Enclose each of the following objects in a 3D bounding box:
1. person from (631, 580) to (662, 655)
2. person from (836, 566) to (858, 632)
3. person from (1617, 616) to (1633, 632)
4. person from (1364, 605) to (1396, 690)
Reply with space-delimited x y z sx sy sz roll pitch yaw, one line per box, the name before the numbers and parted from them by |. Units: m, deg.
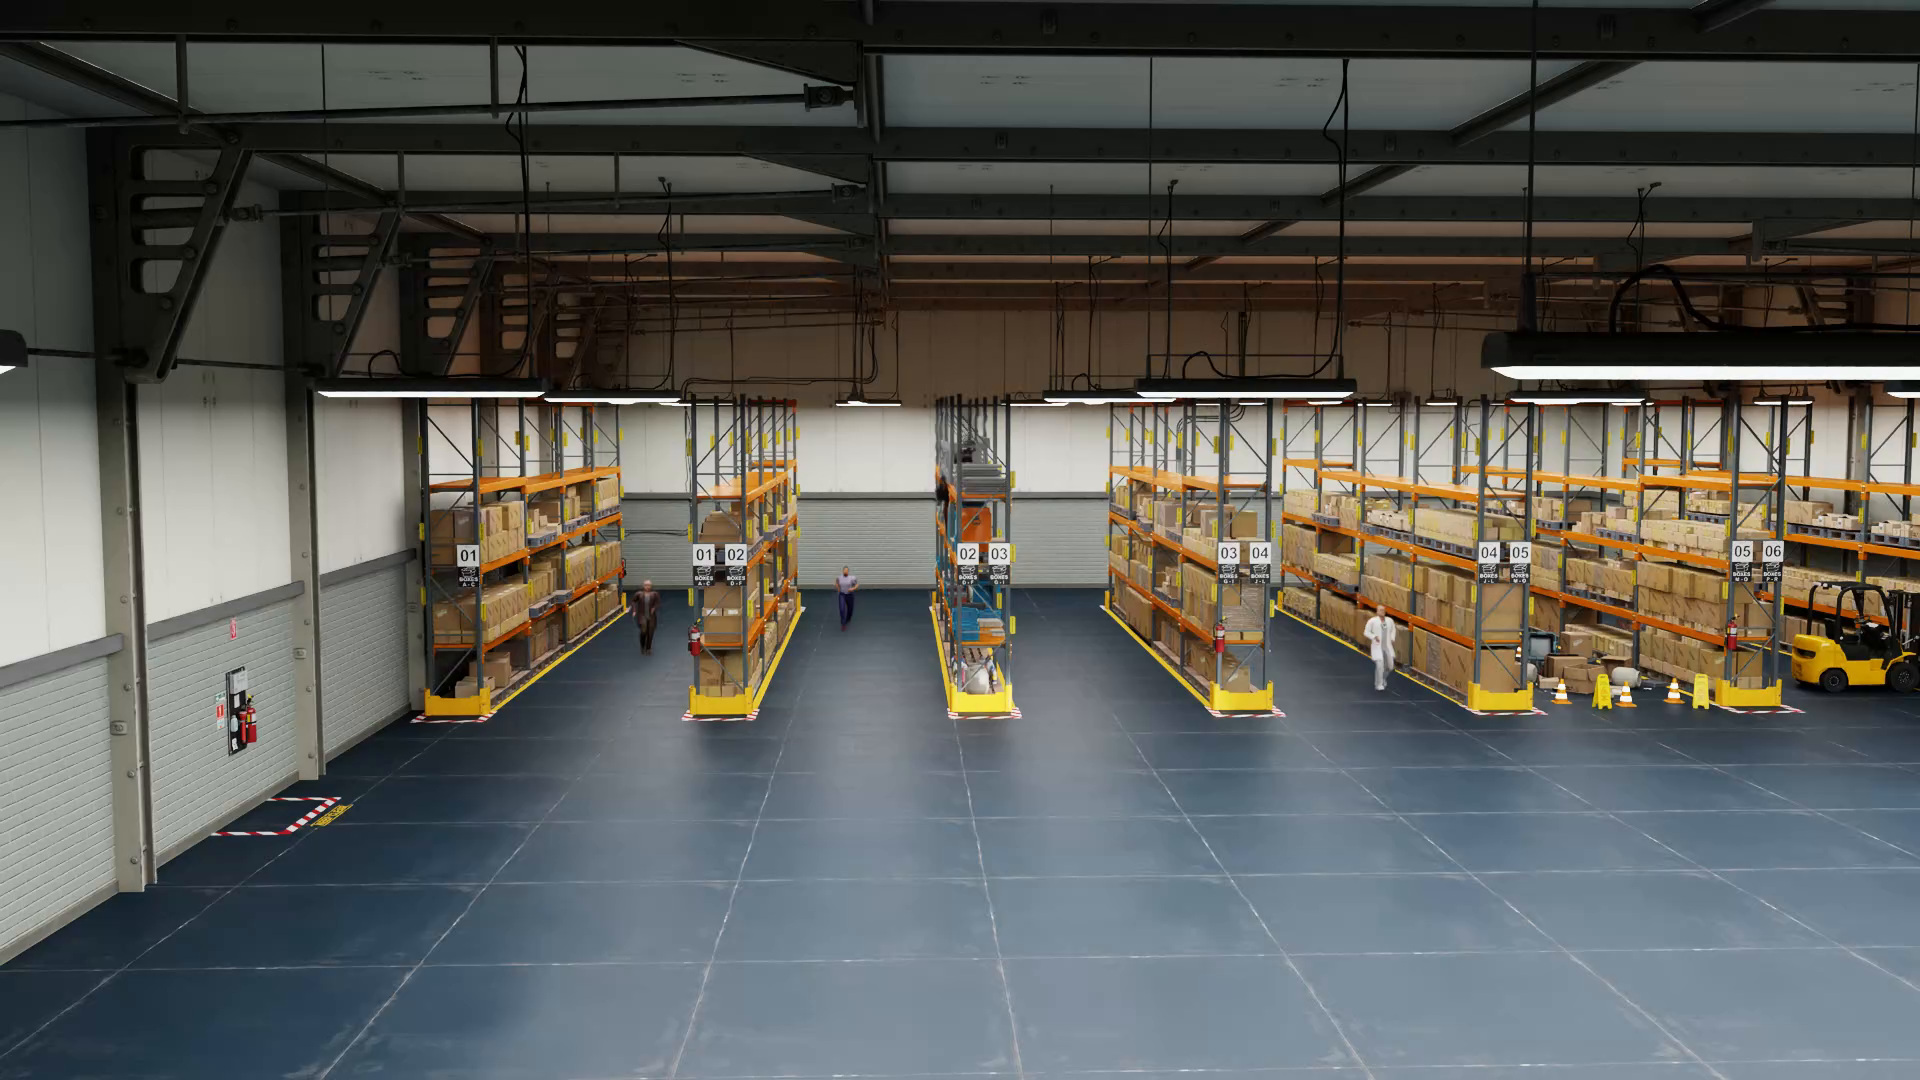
person | -7.257 1.807 38.549 0.678 1.745 0.808 -1 5 -17
person | -2.936 1.511 43.314 0.573 1.667 1.084 -1 5 -7
person | 16.340 1.696 40.731 0.564 1.633 0.562 0 4 -2
person | 8.583 2.196 33.795 0.703 1.720 0.650 0 5 -6
